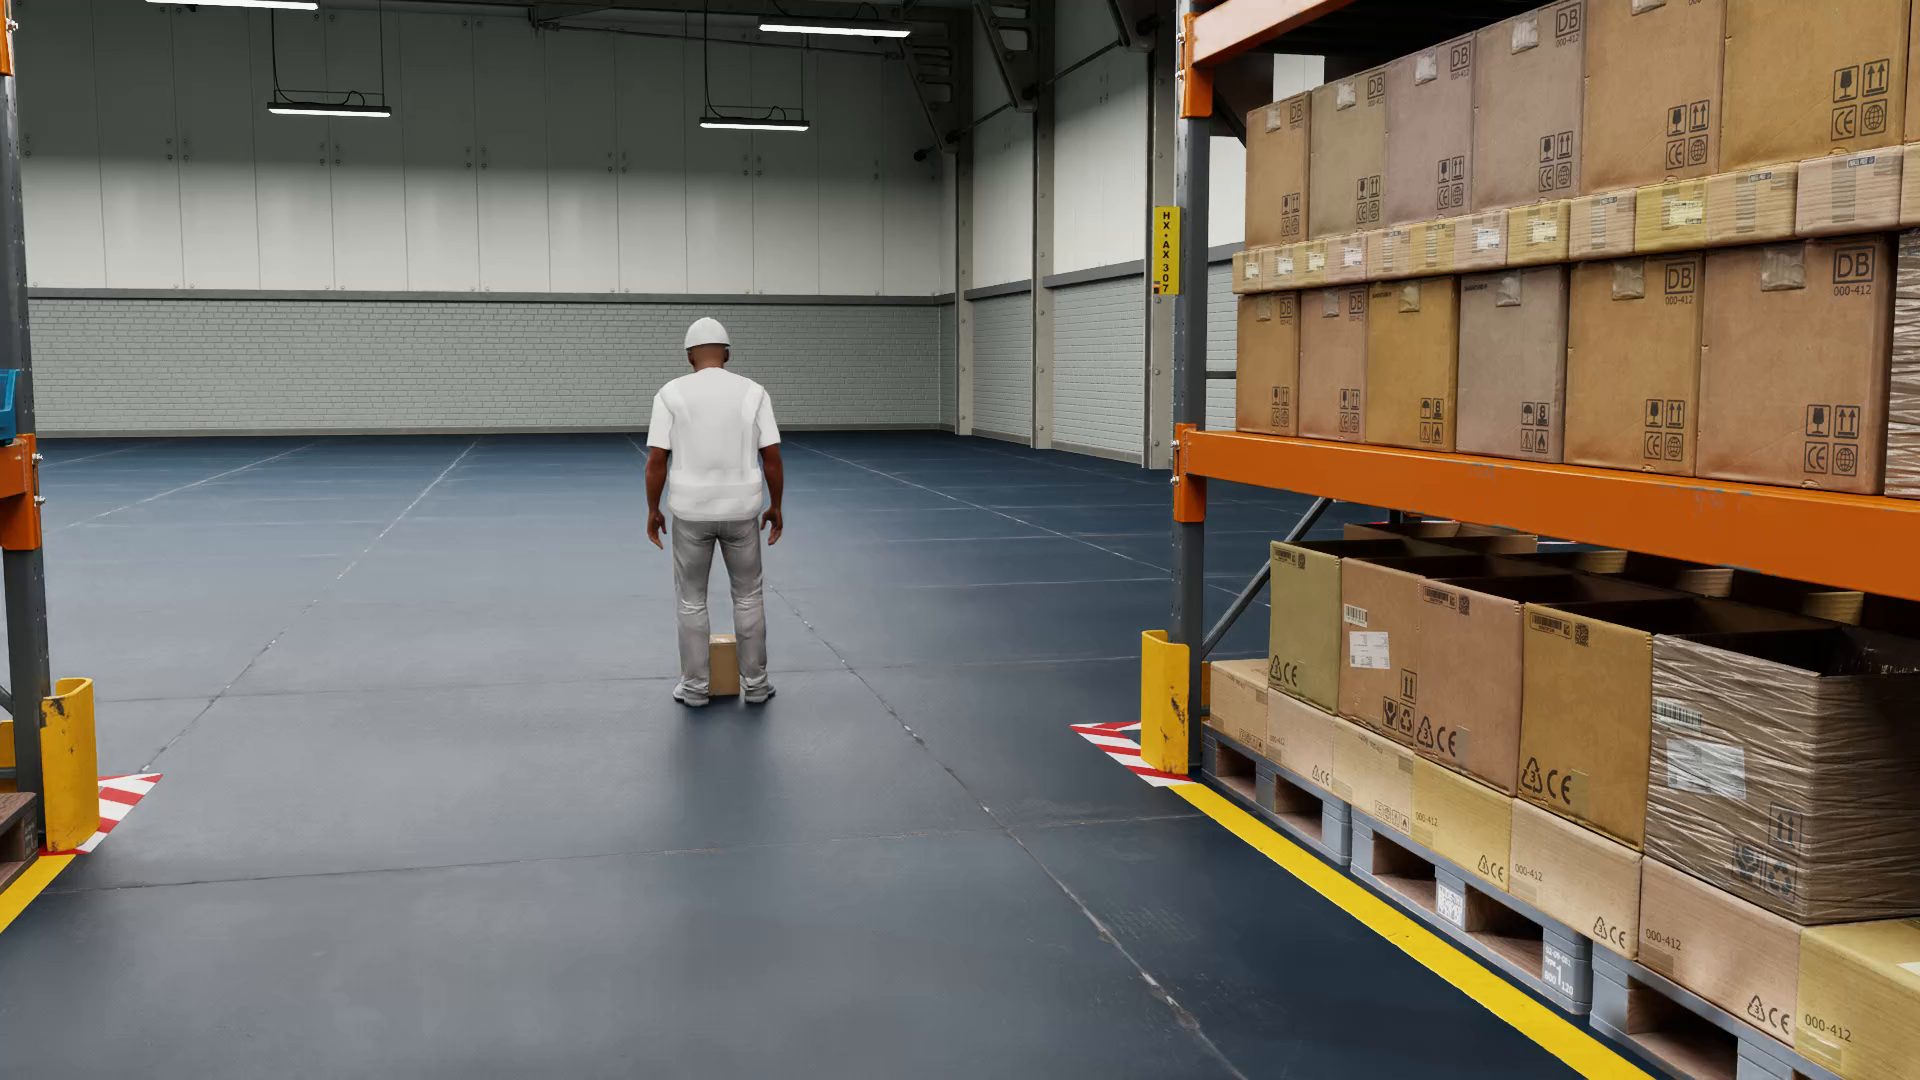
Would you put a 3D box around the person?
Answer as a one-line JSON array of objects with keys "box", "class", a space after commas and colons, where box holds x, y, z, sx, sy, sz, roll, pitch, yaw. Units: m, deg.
[{"box": [-1.119, -0.132, 7.611, 0.628, 1.761, 0.456, -1, 6, -13], "class": "person"}]
